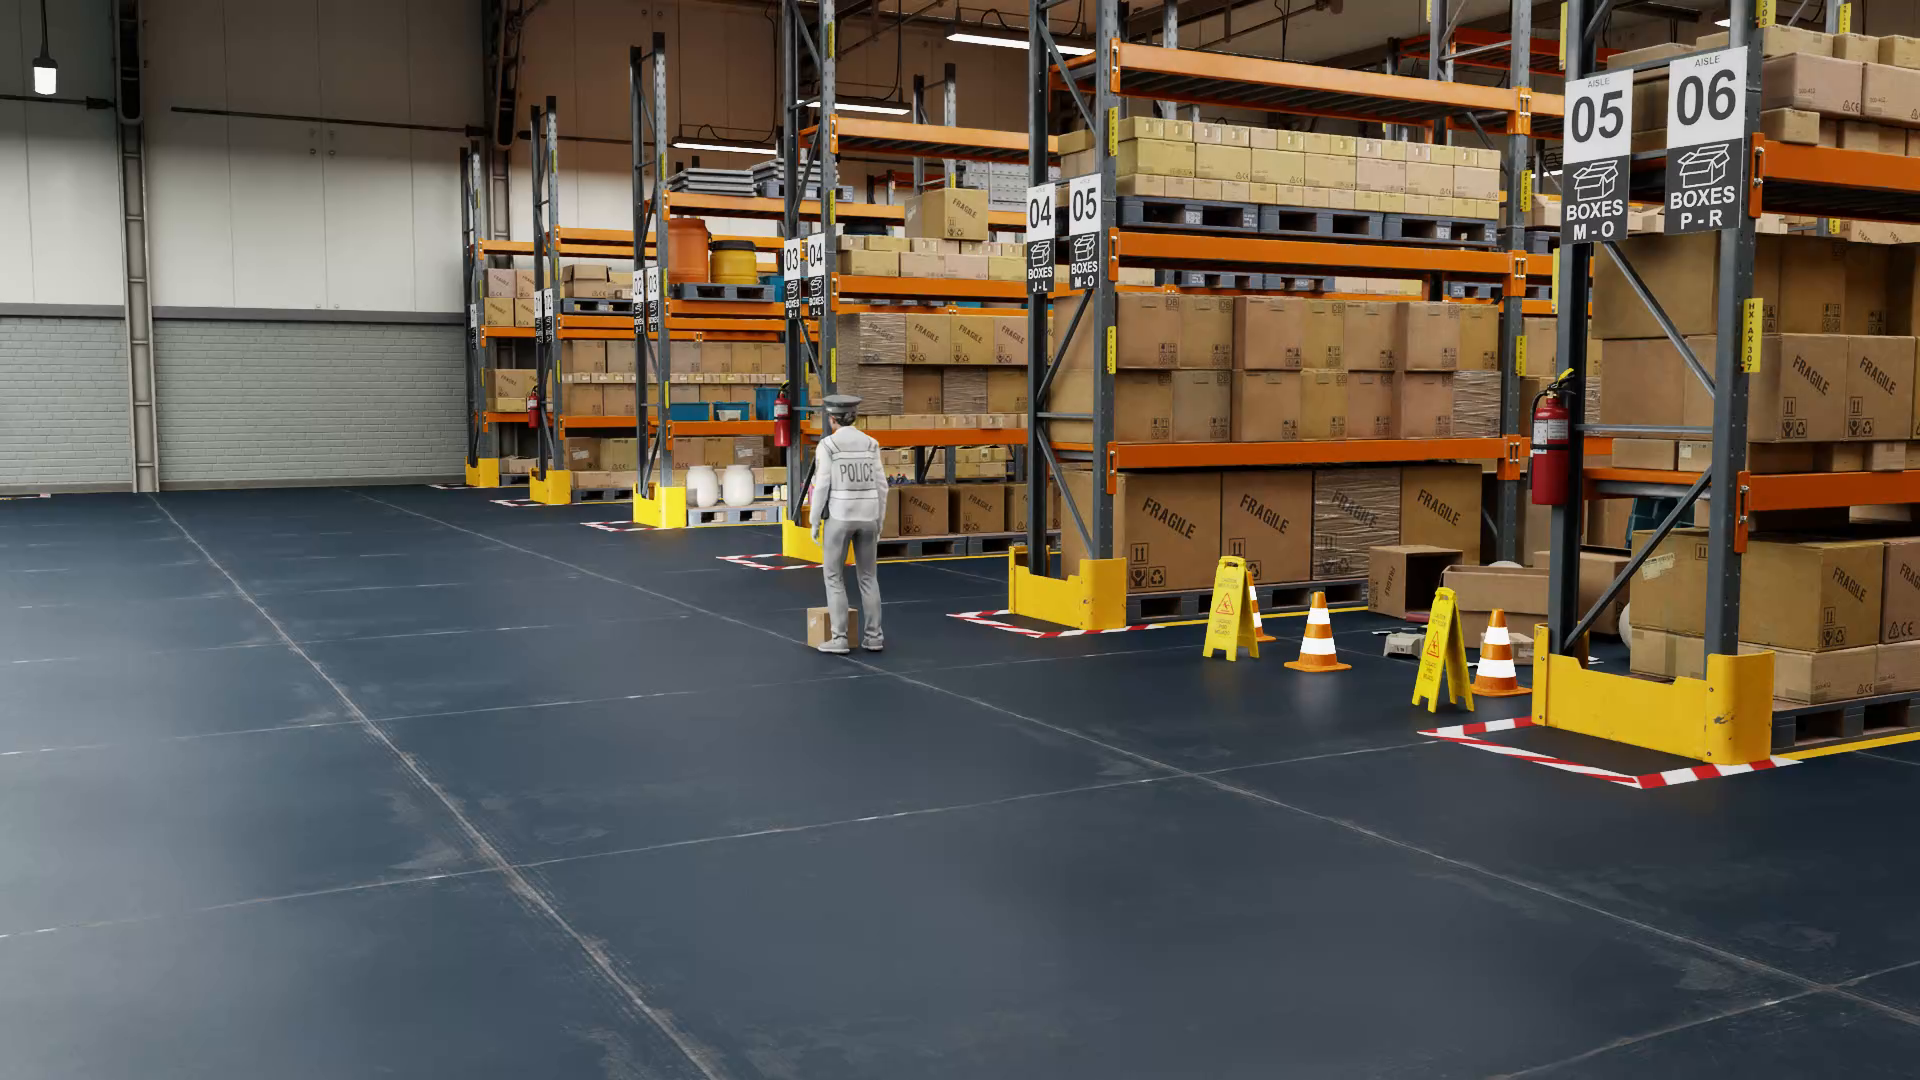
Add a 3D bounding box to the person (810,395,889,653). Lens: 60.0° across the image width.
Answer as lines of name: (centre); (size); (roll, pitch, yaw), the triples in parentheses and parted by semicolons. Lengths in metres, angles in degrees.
person: (-0.718, -0.103, 10.733); (0.528, 1.664, 0.372); (-3, 6, -28)
